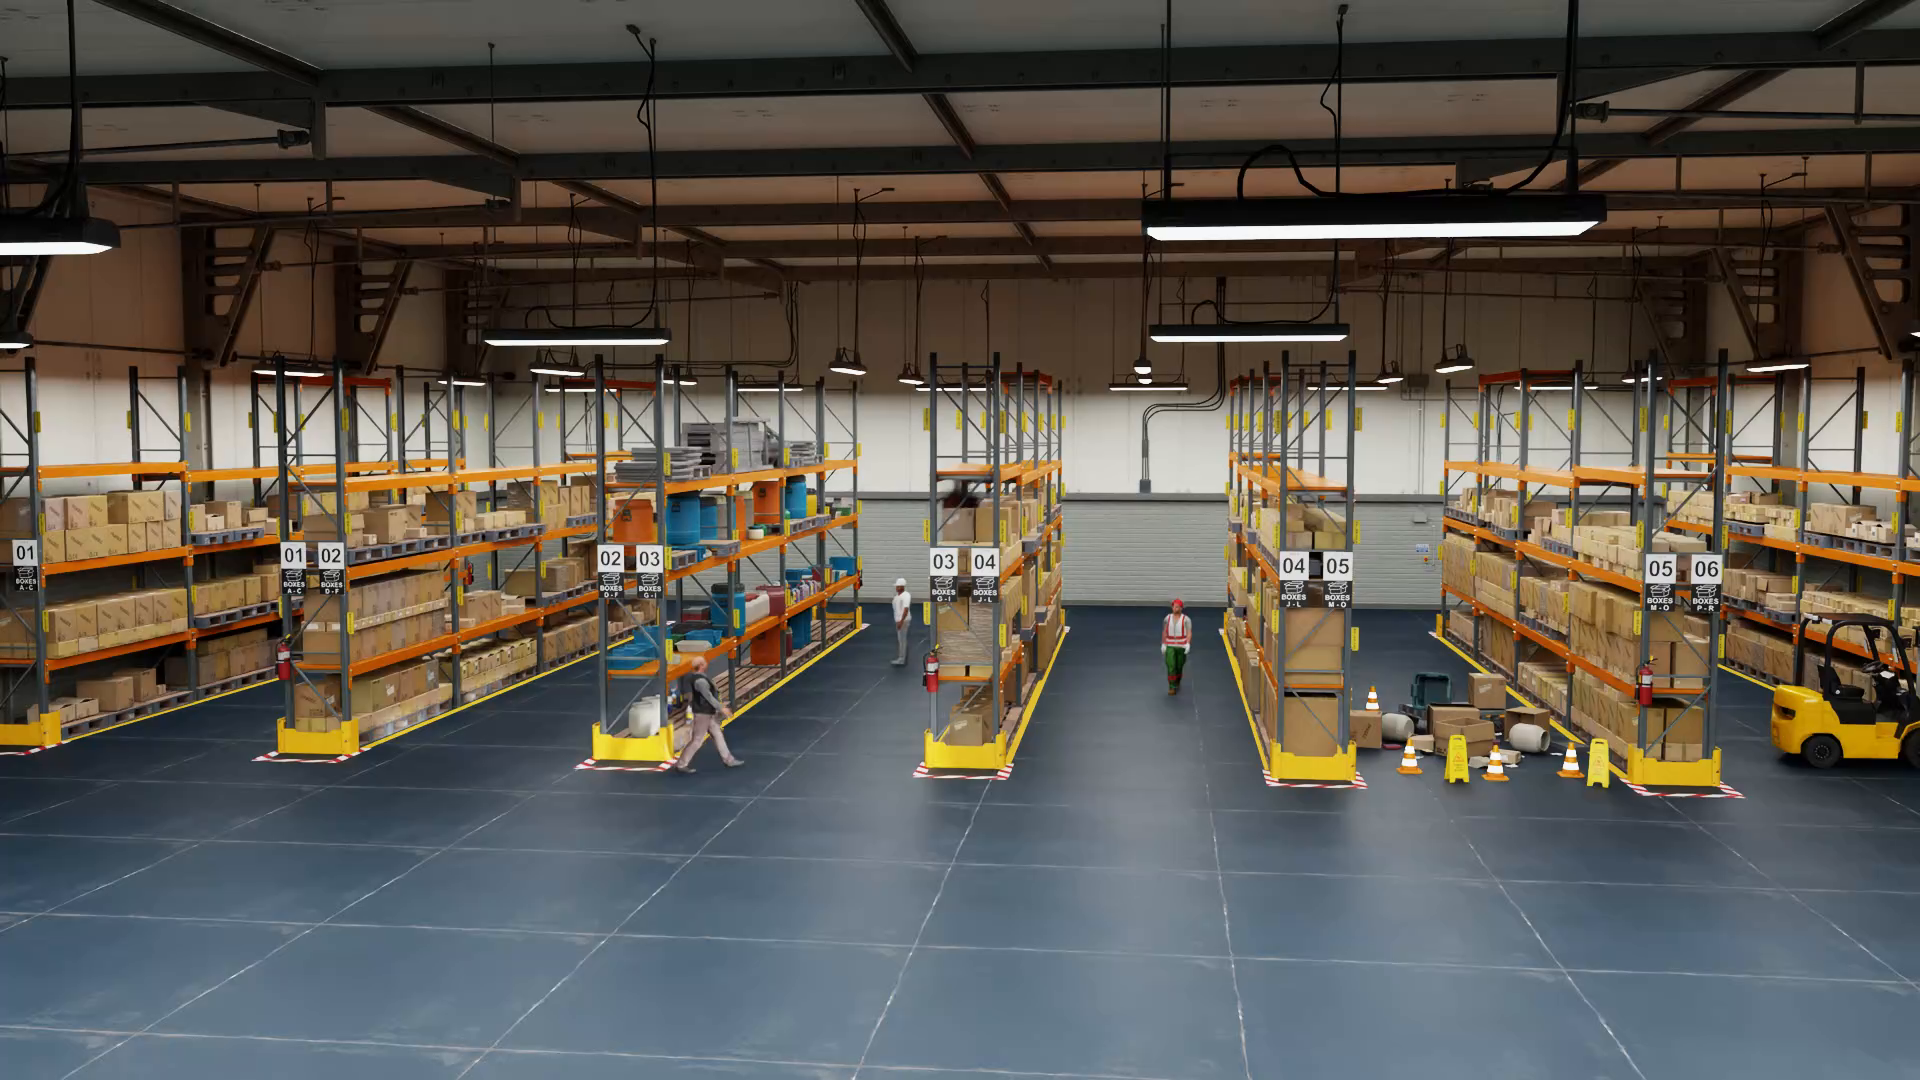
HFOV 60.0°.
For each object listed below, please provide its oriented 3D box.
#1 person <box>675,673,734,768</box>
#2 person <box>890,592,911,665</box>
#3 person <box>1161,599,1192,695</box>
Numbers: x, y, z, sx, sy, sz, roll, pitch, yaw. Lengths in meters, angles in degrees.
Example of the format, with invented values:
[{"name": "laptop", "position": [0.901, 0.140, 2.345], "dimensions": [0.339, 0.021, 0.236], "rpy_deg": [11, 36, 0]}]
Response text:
[{"name": "person", "position": [-3.654, 2.569, 23.758], "dimensions": [0.861, 1.363, 0.444], "rpy_deg": [-1, 4, -13]}, {"name": "person", "position": [-1.244, 1.818, 34.370], "dimensions": [0.427, 1.498, 0.434], "rpy_deg": [-1, 4, -20]}, {"name": "person", "position": [3.978, 1.954, 30.504], "dimensions": [0.555, 1.728, 1.055], "rpy_deg": [0, 4, 4]}]
